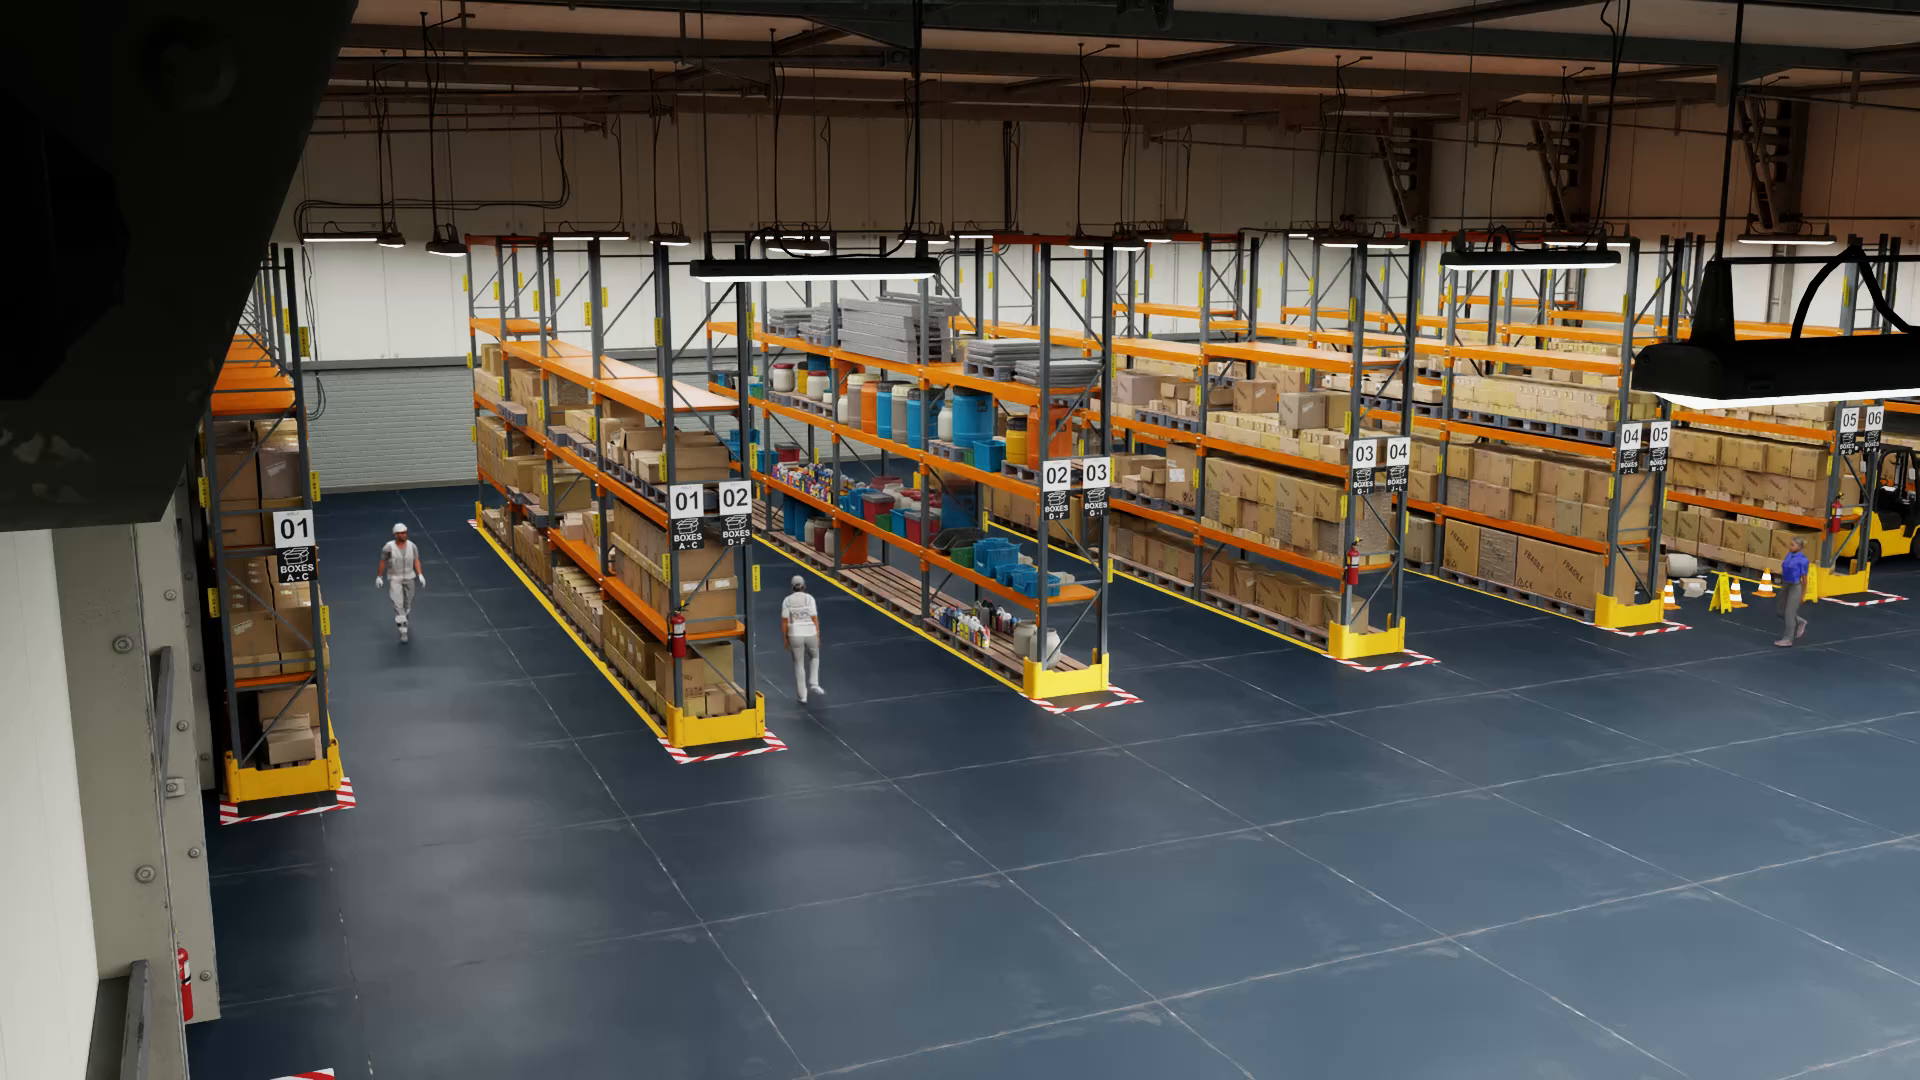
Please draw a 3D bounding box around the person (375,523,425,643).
[{"bbox_3d":[-8.512,0.604,25.321,0.671,1.738,1.025,-7,13,-32],"label":"person"}]

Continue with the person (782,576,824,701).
[{"bbox_3d":[-2.092,1.295,22.077,0.538,1.650,0.493,-2,11,-11],"label":"person"}]

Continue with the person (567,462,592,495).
[{"bbox_3d":[-8.889,-1.895,38.272,0.982,1.741,0.570,3,11,15],"label":"person"}]

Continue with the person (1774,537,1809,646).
[{"bbox_3d":[12.501,0.751,24.856,0.671,1.637,0.455,-3,11,-16],"label":"person"}]
